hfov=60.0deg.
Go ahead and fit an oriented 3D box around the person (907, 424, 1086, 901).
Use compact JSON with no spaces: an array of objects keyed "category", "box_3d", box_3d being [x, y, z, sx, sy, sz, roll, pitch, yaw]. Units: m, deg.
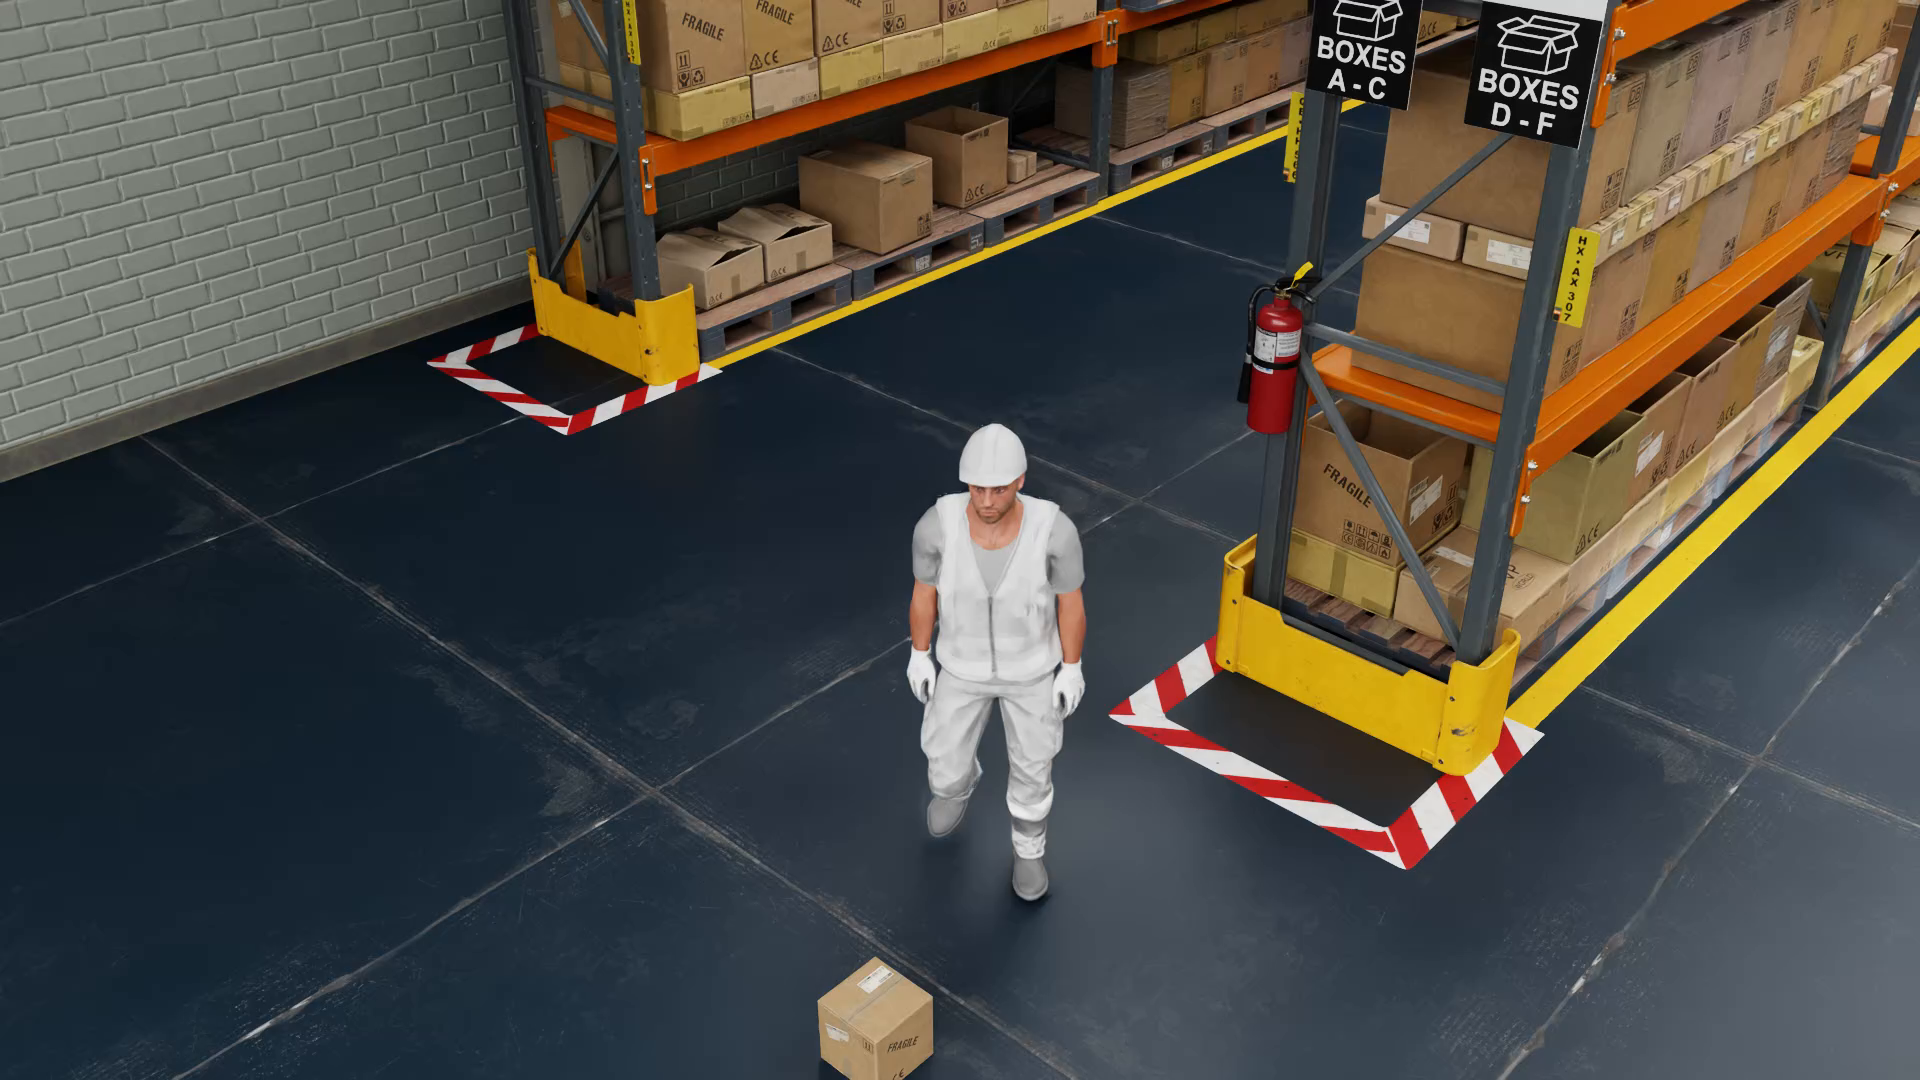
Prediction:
[{"category":"person","box_3d":[0.120,0.381,5.458,0.587,1.779,0.534,1,31,2]}]
